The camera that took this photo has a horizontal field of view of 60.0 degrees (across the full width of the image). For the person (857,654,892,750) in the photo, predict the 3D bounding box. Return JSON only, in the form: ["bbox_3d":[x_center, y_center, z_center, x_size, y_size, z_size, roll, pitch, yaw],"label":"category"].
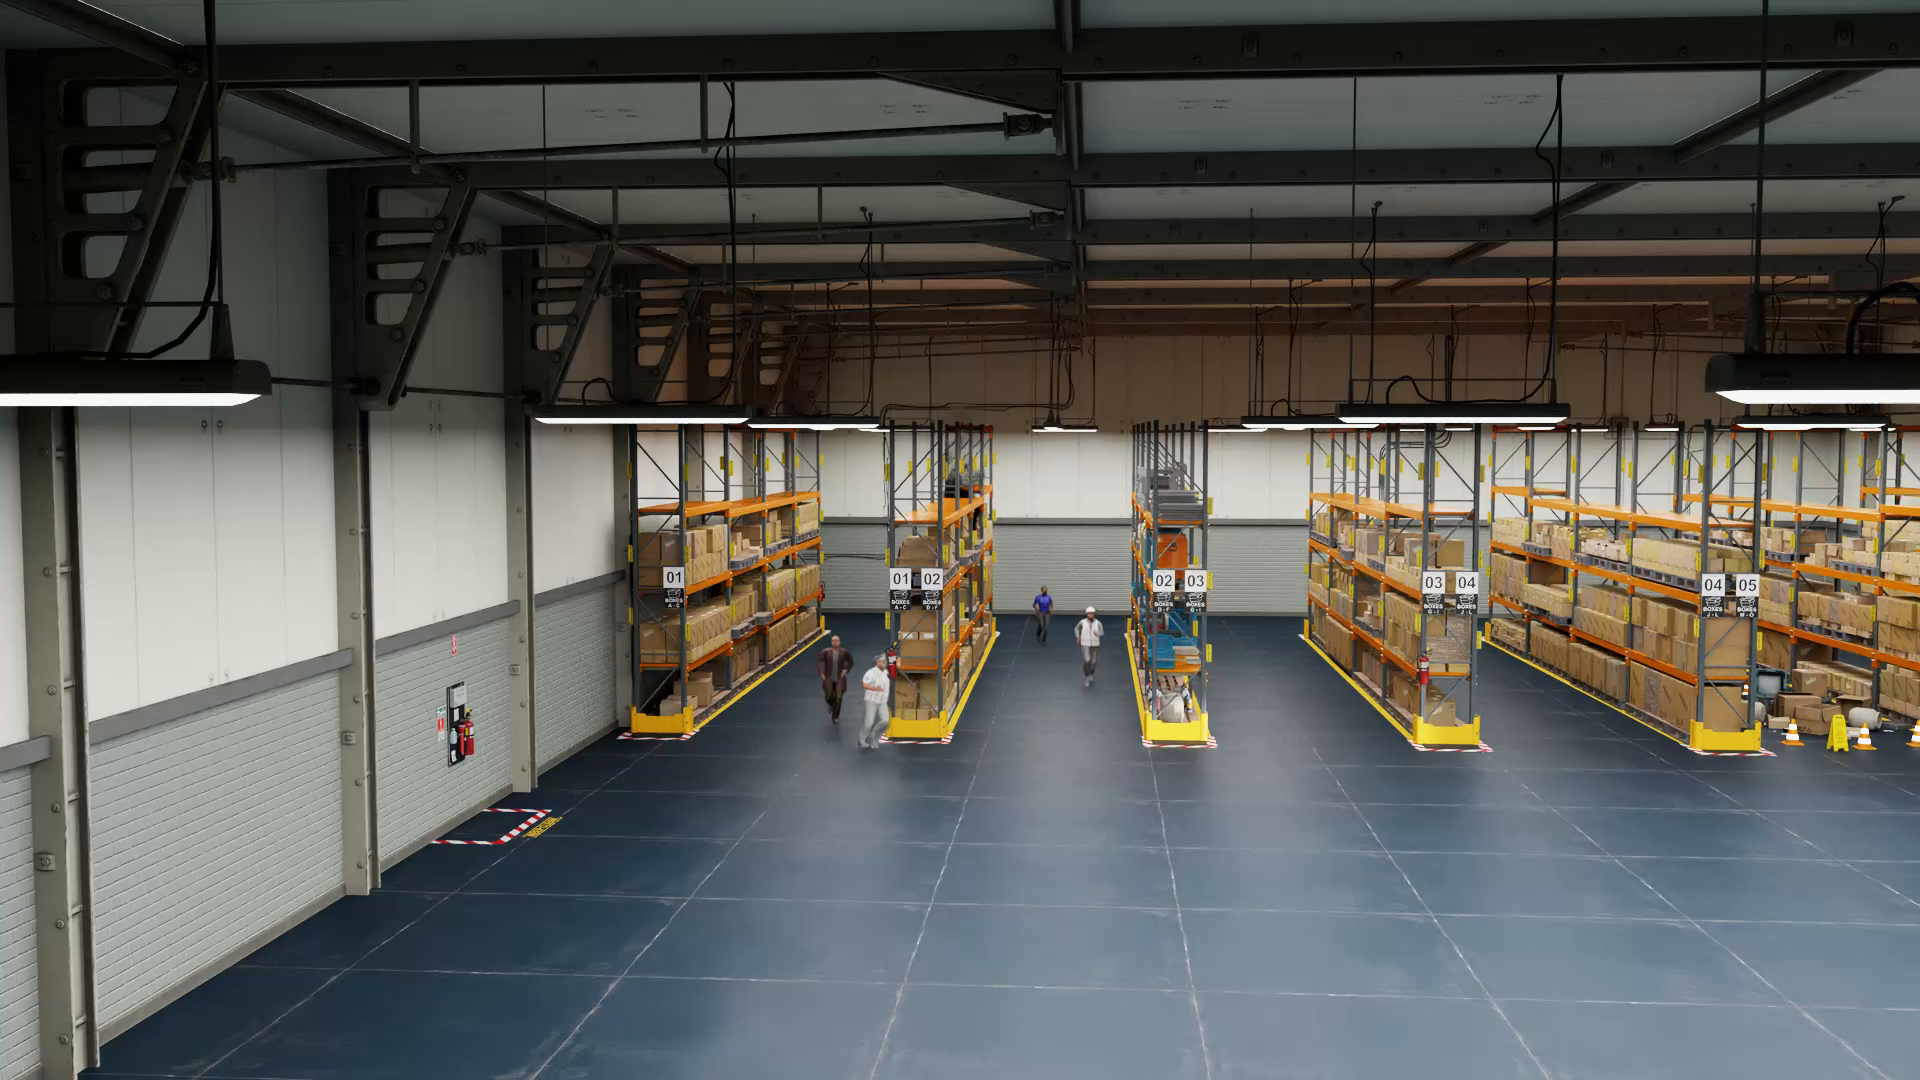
[{"bbox_3d":[-1.472,2.952,30.336,0.666,1.766,0.653,-3,4,-35],"label":"person"}]

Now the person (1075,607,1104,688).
[{"bbox_3d":[2.967,2.437,37.967,0.625,1.832,0.767,0,4,-7],"label":"person"}]

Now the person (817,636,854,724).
[{"bbox_3d":[-2.483,2.769,33.113,0.757,1.735,0.625,0,4,0],"label":"person"}]

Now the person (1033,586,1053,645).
[{"bbox_3d":[2.290,2.094,45.277,0.552,1.512,0.490,-1,4,-12],"label":"person"}]
